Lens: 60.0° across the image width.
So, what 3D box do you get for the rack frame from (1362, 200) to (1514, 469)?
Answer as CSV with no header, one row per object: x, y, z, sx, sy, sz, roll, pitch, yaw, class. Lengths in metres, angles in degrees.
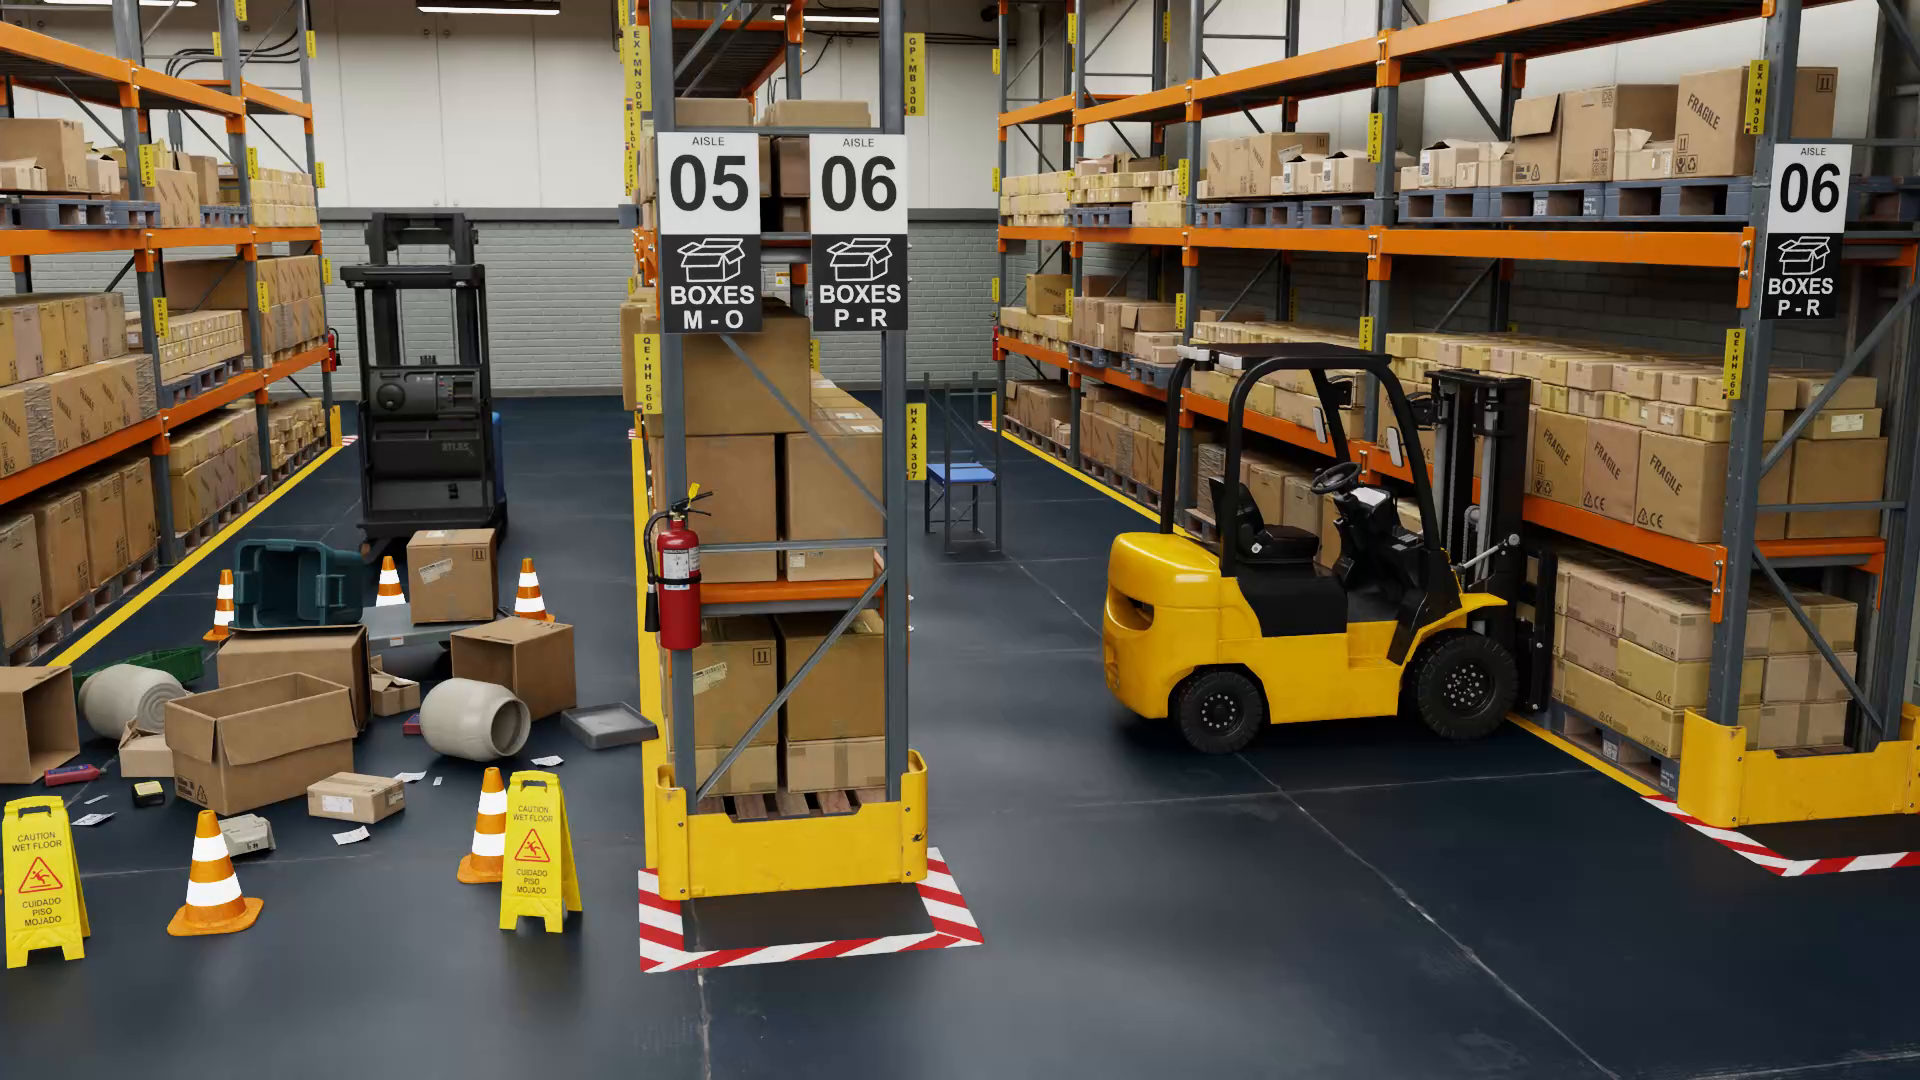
3.365,-0.885,11.823,1.000,3.000,0.127,-2,11,-11,rack frame

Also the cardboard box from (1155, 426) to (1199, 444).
2.159,-1.046,16.496,0.380,0.149,0.250,-3,11,-14,cardboard box

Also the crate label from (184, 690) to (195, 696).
-4.637,0.966,9.757,0.250,0.136,0.298,9,14,38,crate label

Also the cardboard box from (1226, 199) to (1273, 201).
2.750,-3.290,15.771,0.380,0.149,0.250,-2,11,-10,cardboard box

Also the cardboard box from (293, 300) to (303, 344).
-8.043,-2.549,19.504,0.500,0.500,0.500,-2,11,-8,cardboard box

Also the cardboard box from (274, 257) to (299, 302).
-8.026,-3.033,19.370,0.500,0.500,0.500,-3,11,-13,cardboard box

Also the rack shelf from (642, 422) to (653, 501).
-1.892,-0.717,12.865,1.077,0.370,4.000,-2,11,-11,rack shelf

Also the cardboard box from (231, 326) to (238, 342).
-7.572,-2.087,16.894,0.380,0.149,0.250,-2,11,-11,cardboard box

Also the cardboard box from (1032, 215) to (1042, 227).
1.121,-4.039,21.043,0.380,0.149,0.250,-2,11,-10,cardboard box

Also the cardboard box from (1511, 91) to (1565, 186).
3.640,-2.303,9.587,0.797,0.503,0.637,-2,11,-9,cardboard box

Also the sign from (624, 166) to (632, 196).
-3.603,-3.917,18.136,0.100,0.325,0.005,-2,11,-11,sign

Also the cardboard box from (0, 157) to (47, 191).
-6.495,-2.519,11.355,0.396,0.266,0.258,-2,11,-11,cardboard box

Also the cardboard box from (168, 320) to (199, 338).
-7.274,-1.947,15.359,0.380,0.149,0.250,-2,11,-9,cardboard box

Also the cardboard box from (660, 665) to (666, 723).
-1.347,0.845,8.966,0.500,0.250,0.500,-3,11,-13,cardboard box

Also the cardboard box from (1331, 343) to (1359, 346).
3.017,-1.401,12.531,0.380,0.149,0.250,-2,11,-11,cardboard box

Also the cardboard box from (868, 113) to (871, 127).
-0.623,-1.927,7.815,0.380,0.149,0.250,-2,11,-11,cardboard box

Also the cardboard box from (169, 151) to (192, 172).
-7.723,-3.415,15.694,0.797,0.503,0.637,-2,11,-12,cardboard box

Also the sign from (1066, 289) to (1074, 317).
1.278,-2.756,19.340,0.100,0.325,0.005,-2,11,-11,sign

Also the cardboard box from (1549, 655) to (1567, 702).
3.566,0.735,9.544,0.500,0.250,0.500,-2,11,-10,cardboard box

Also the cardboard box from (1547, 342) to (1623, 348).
3.937,-1.164,10.490,0.380,0.149,0.250,-2,11,-12,cardboard box

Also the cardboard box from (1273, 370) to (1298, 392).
2.818,-1.326,13.203,0.500,0.250,0.500,-2,11,-10,cardboard box

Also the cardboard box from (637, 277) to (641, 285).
-3.034,-2.436,17.029,0.500,0.500,0.500,-2,11,-12,cardboard box

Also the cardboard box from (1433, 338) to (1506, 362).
3.334,-1.238,10.883,0.380,0.149,0.250,-2,11,-12,cardboard box

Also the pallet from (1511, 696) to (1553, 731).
3.719,0.857,10.131,1.003,0.211,1.213,-2,11,-11,pallet

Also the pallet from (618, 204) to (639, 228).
-2.459,-2.934,15.073,1.213,0.211,1.003,-2,11,-8,pallet

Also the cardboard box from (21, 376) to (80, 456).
-6.371,-0.845,11.345,0.500,0.500,0.500,-2,11,-11,cardboard box

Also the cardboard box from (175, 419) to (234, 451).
-7.299,-1.000,15.987,0.500,0.250,0.500,-3,11,-14,cardboard box

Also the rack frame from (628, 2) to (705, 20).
-3.837,-5.852,21.873,1.000,3.000,0.127,-2,11,-11,rack frame

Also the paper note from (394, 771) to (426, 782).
-2.880,1.232,8.673,0.148,0.019,0.142,2,11,9,paper note

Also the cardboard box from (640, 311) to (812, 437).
-1.039,-0.742,7.336,0.700,0.500,0.500,-2,11,-12,cardboard box

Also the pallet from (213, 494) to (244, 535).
-7.502,-0.236,15.869,1.003,0.211,1.213,-2,11,-11,pallet

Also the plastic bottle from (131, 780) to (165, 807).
-4.092,1.268,8.371,0.133,0.061,0.283,-6,13,-31,plastic bottle

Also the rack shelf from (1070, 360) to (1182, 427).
2.198,-1.632,17.672,1.077,0.370,4.000,-2,11,-11,rack shelf

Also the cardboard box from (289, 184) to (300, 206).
-8.136,-4.088,19.696,0.500,0.250,0.500,-2,11,-10,cardboard box

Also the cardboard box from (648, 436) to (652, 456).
-1.691,-0.808,10.357,0.500,0.500,0.500,-2,11,-11,cardboard box

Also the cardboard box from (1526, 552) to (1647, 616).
3.534,0.243,9.452,0.500,0.250,0.500,-2,11,-10,cardboard box

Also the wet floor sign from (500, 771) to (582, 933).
-1.738,1.260,6.849,0.267,0.644,0.232,2,11,9,wet floor sign

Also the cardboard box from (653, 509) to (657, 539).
-1.688,-0.103,10.206,0.380,0.149,0.250,-2,11,-10,cardboard box

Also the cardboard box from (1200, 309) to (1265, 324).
2.640,-1.974,16.155,0.500,0.500,0.500,-2,11,-8,cardboard box

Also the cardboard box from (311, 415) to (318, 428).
-8.188,-1.476,20.636,0.380,0.149,0.250,-3,11,-13,cardboard box

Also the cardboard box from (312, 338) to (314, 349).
-8.257,-2.441,20.669,0.380,0.149,0.250,-2,11,-12,cardboard box

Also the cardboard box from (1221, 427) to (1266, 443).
2.791,-1.022,16.373,0.380,0.149,0.250,-2,11,-8,cardboard box

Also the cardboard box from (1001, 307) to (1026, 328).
0.855,-3.065,22.884,0.500,0.250,0.500,-2,11,-11,cardboard box

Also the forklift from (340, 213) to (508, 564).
-4.637,-1.331,14.349,1.130,2.935,3.031,-2,11,-10,forklift

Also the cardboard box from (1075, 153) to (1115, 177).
1.525,-4.239,18.803,0.396,0.266,0.258,-2,11,-12,cardboard box

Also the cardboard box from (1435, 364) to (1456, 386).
3.274,-1.042,10.649,0.380,0.149,0.250,-2,11,-10,cardboard box

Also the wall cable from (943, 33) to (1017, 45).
1.189,-9.847,27.989,2.988,3.039,0.133,-2,11,-11,wall cable

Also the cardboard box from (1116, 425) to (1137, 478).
1.983,-0.949,17.723,0.500,0.500,0.500,-3,11,-13,cardboard box

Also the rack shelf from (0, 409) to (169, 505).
-6.728,-0.519,11.822,1.077,0.370,4.000,-2,11,-11,rack shelf

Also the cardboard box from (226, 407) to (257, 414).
-8.635,-1.505,19.991,0.380,0.149,0.250,-2,11,-9,cardboard box

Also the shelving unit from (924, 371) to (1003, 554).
0.017,-0.721,14.974,0.538,1.500,1.048,-2,11,-11,shelving unit

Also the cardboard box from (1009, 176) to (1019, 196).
0.951,-4.693,22.076,0.500,0.250,0.500,-2,11,-11,cardboard box

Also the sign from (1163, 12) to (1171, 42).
2.352,-5.857,18.980,0.100,0.325,0.005,-2,11,-11,sign
